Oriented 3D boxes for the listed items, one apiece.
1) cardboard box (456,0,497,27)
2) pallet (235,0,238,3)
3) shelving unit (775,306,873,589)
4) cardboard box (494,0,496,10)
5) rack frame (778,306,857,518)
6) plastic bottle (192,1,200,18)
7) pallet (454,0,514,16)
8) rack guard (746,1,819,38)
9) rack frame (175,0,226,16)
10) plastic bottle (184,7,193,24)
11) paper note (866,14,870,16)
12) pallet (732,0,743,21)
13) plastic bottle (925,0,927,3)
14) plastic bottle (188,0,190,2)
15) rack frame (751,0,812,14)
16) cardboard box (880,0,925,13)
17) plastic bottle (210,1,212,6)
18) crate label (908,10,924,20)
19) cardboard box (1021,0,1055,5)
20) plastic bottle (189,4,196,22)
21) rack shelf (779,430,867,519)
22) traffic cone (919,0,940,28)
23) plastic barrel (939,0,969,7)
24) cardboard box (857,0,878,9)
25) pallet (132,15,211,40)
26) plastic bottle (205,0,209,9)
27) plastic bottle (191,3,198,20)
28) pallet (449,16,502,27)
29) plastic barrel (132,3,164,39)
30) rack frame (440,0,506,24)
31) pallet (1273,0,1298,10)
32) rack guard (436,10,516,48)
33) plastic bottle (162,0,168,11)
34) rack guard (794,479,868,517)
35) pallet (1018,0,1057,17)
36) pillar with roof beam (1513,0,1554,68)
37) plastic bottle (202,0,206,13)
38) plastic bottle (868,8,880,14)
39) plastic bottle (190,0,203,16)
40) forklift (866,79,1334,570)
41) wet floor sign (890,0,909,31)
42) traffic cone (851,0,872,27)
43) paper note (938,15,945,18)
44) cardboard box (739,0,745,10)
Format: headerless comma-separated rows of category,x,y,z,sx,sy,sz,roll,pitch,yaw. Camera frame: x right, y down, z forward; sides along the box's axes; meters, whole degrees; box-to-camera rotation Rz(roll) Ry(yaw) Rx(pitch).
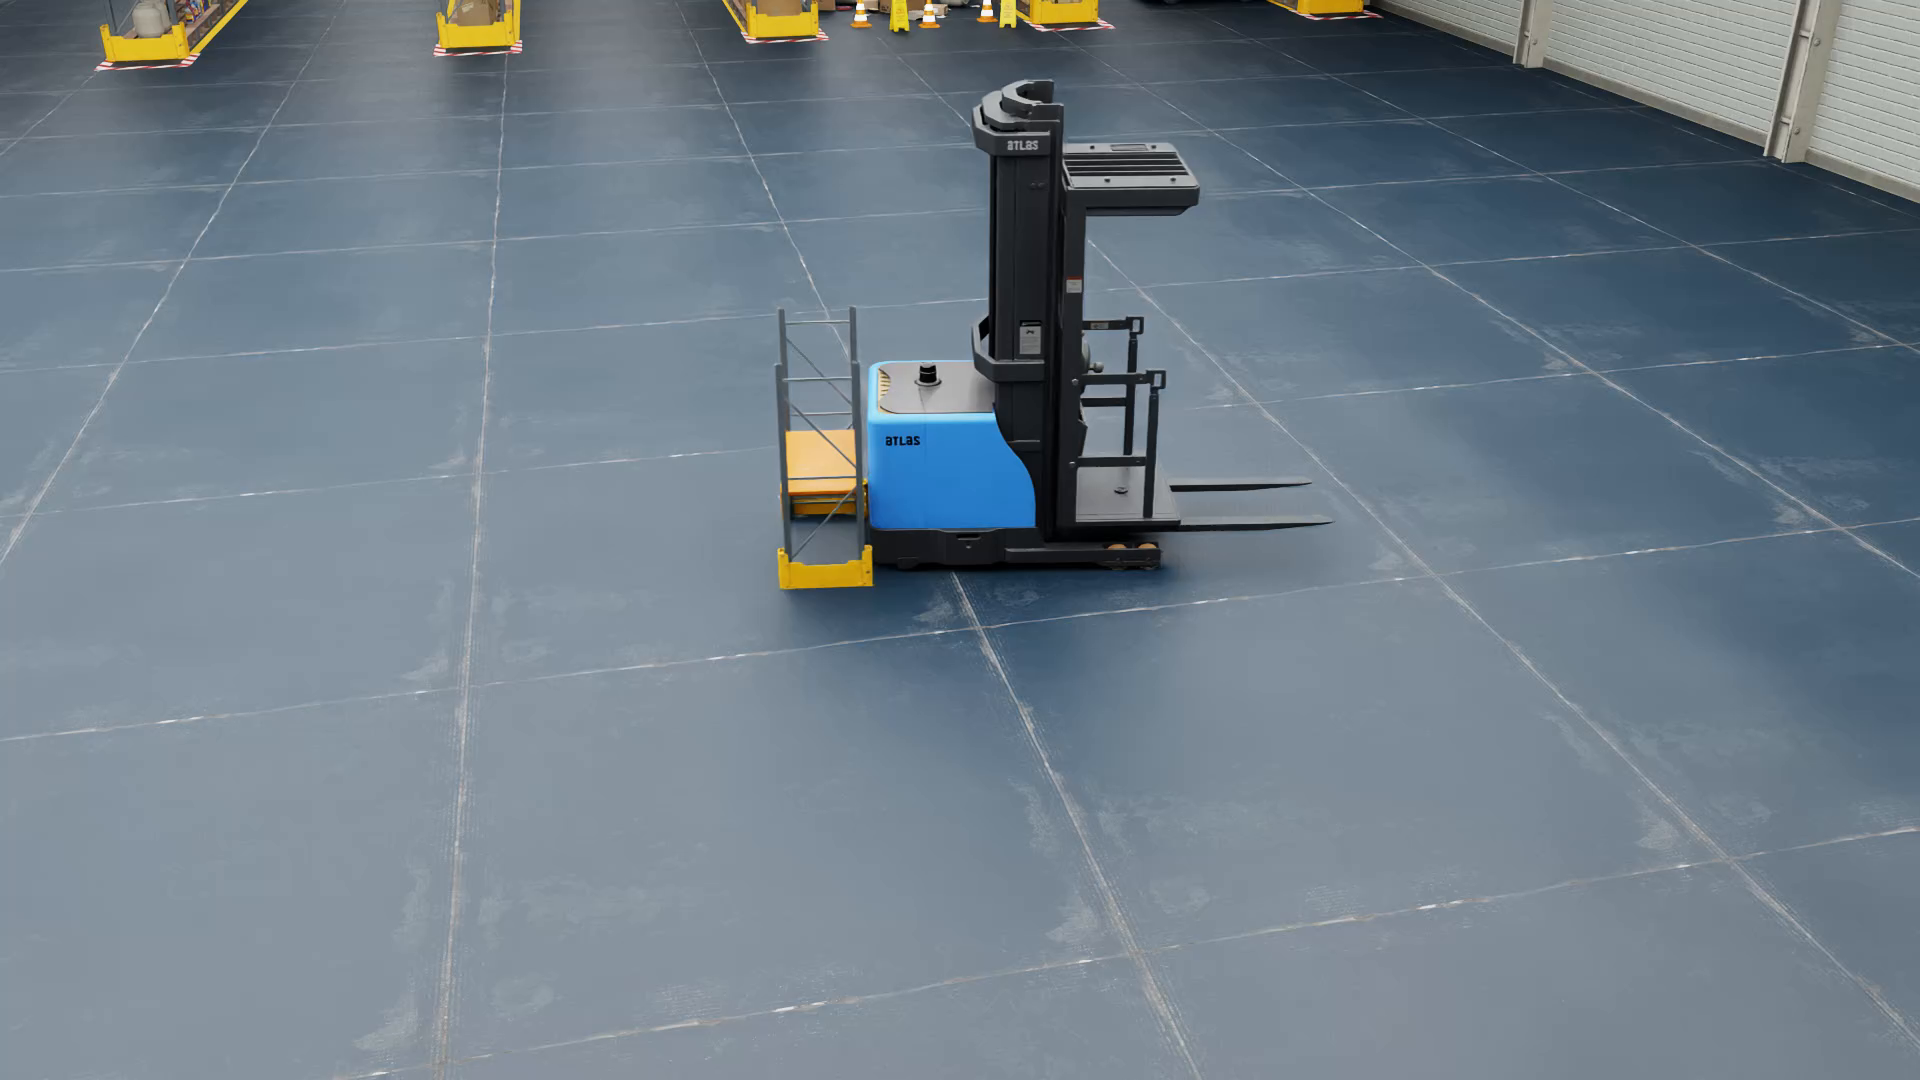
cardboard box,-7.949,-8.718,27.348,0.500,0.500,0.500,-1,27,-2
pallet,-14.045,-10.256,31.182,1.003,0.211,1.213,-6,27,-12
shelving unit,-0.886,-0.610,10.641,0.587,1.500,1.083,-2,27,-4
cardboard box,-8.239,-9.254,28.409,0.500,0.500,0.500,-3,27,-7
rack frame,-0.925,-0.834,11.085,0.500,1.500,0.032,-2,27,-4
plastic bottle,-12.900,-8.957,28.053,0.097,0.271,0.097,0,27,0
pallet,-8.540,-9.590,29.863,1.003,0.211,1.213,-6,27,-12
rack guard,-2.964,-8.703,27.785,1.175,0.500,0.348,-6,27,-12
rack frame,-13.551,-10.624,28.815,1.000,3.000,0.127,-6,27,-12
plastic bottle,-12.755,-8.674,27.491,0.097,0.271,0.097,0,27,0
paper note,-1.659,-9.346,29.581,0.144,0.017,0.142,3,27,6
pallet,-3.497,-9.462,29.610,1.003,0.211,1.213,-6,27,-12
plastic bottle,-0.607,-10.064,30.968,0.133,0.061,0.283,-1,27,-3
plastic bottle,-13.103,-9.106,28.335,0.061,0.283,0.133,-6,27,-12
rack frame,-2.969,-9.830,27.243,1.000,3.000,0.127,-6,27,-12
cardboard box,-1.032,-9.776,29.907,0.637,0.503,0.797,19,32,32
plastic bottle,-13.166,-9.443,29.094,0.097,0.201,0.097,0,27,0
crate label,-0.765,-9.233,29.238,0.250,0.136,0.298,-23,35,-38
cardboard box,1.381,-9.675,29.521,0.500,0.250,0.500,-6,27,-12
plastic bottle,-12.788,-8.780,27.689,0.061,0.283,0.133,-5,27,-11
rack shelf,-0.885,-0.445,10.714,0.538,0.185,1.000,-2,27,-4
traffic cone,-0.528,-9.040,28.493,0.336,0.463,0.334,-6,27,-12
plastic barrel,-0.110,-9.980,30.399,0.512,0.421,0.421,13,30,24
cardboard box,-1.689,-9.798,30.213,0.396,0.266,0.258,-1,27,-3
pallet,-13.162,-8.543,27.788,1.003,0.211,1.213,-6,27,-12
plastic bottle,-13.125,-9.384,28.811,0.144,0.351,0.185,-7,28,-13
plastic bottle,-12.855,-8.868,27.877,0.097,0.271,0.097,0,27,0
pallet,-7.990,-8.519,27.741,1.003,0.211,1.213,-6,27,-12
plastic barrel,-12.873,-8.226,26.359,0.421,0.512,0.421,0,27,0
rack frame,-7.824,-9.370,26.333,1.000,3.000,0.127,-6,27,-12
pallet,6.453,-9.969,30.613,1.003,0.211,1.213,-6,27,-12
rack guard,-7.841,-8.288,26.962,1.175,0.500,0.348,-6,27,-12
plastic bottle,-13.623,-9.154,28.443,0.097,0.271,0.097,0,27,0
rack guard,-0.925,-0.276,11.365,0.587,0.250,0.087,-2,27,-4
pallet,1.665,-9.526,29.734,1.003,0.211,1.213,-6,27,-12
pillar with roof beam,4.545,-10.887,22.679,9.100,9.000,0.400,-6,27,-12
plastic bottle,-13.005,-9.202,28.526,0.061,0.283,0.133,-4,27,-8
plastic bottle,-1.569,-9.512,29.875,0.133,0.061,0.283,-16,31,-29
plastic bottle,-12.977,-9.053,28.238,0.152,0.276,0.135,-5,27,-11
forklift,0.910,-1.352,10.523,3.031,2.935,1.130,-1,27,-2
wet floor sign,-1.034,-8.967,28.146,0.267,0.644,0.232,-11,29,-20
traffic cone,-1.705,-9.075,28.562,0.336,0.463,0.334,-6,27,-12
paper note,-0.322,-9.264,29.417,0.148,0.019,0.142,-16,31,-29
cardboard box,-3.387,-9.746,28.968,0.875,0.875,0.875,-6,27,-12
